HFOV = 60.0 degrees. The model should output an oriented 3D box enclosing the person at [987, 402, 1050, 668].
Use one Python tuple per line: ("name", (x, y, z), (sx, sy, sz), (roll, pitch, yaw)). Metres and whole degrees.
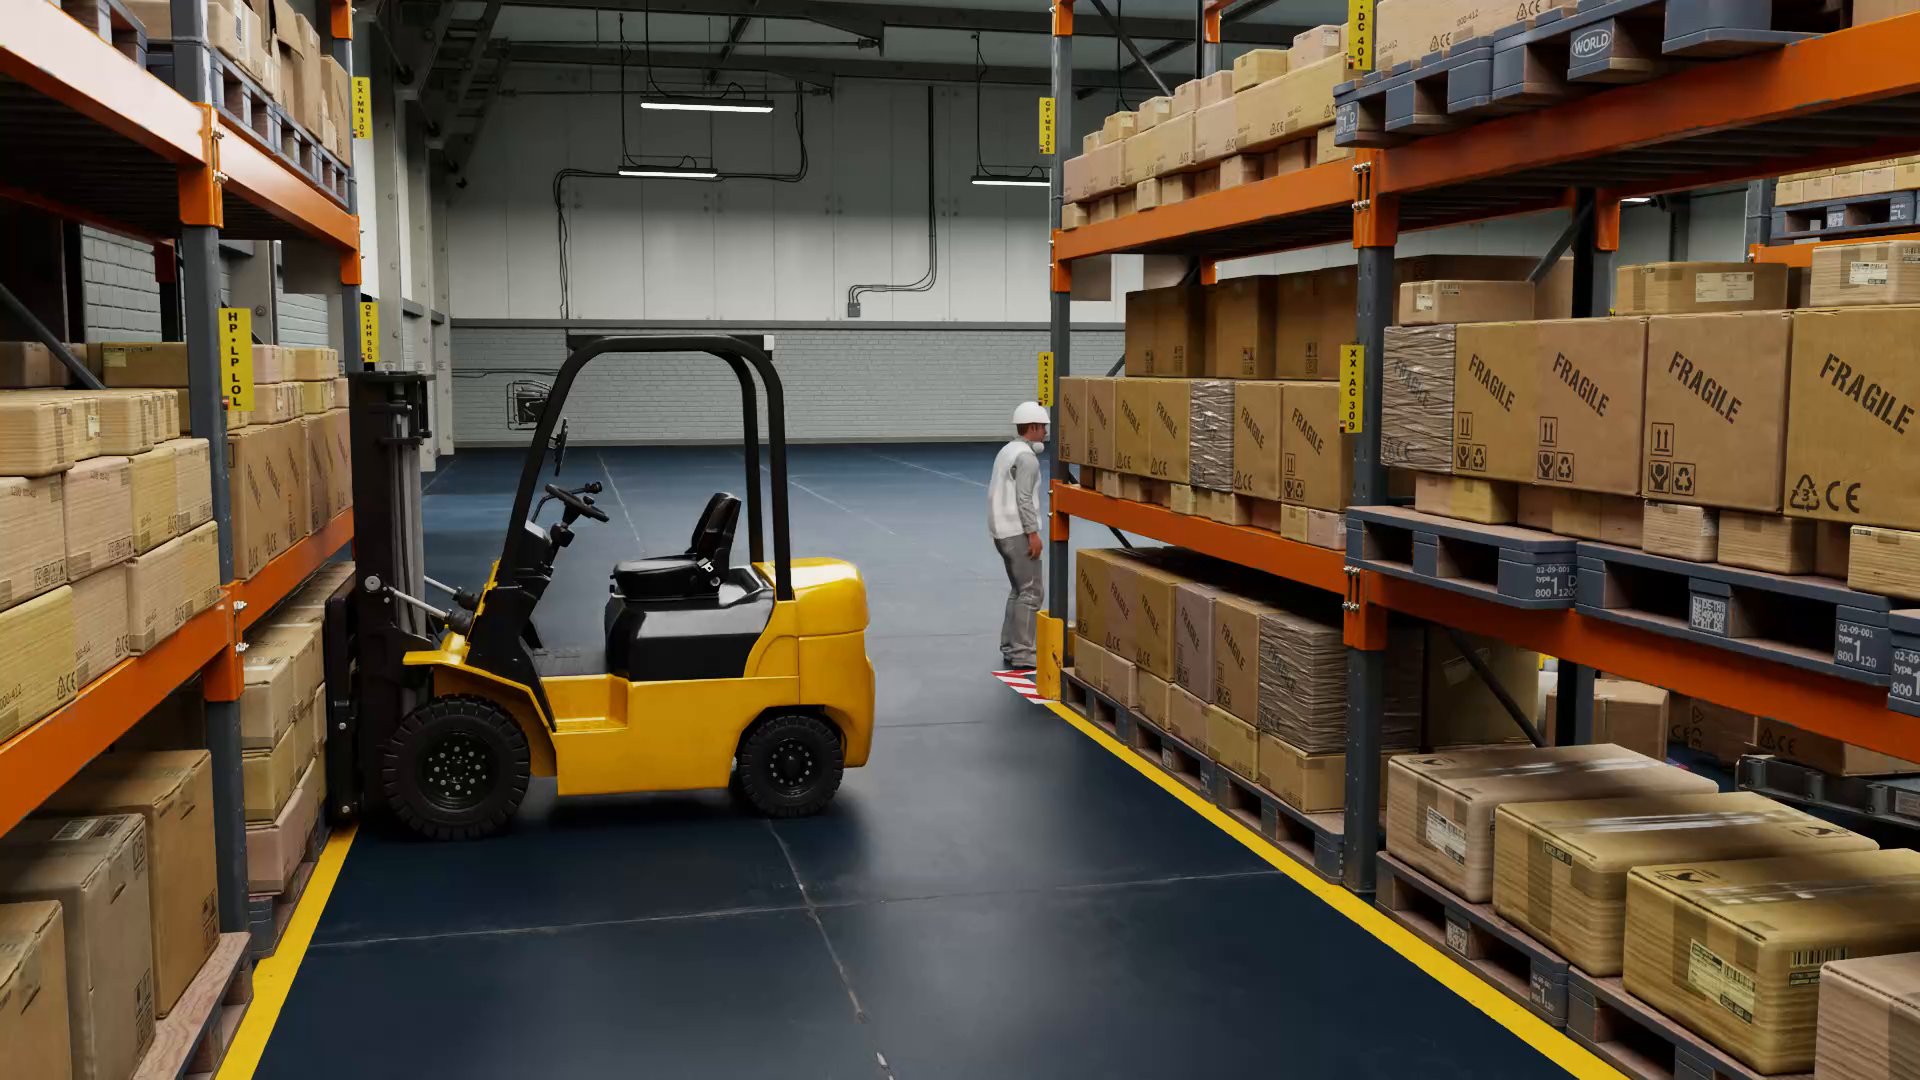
("person", (0.420, -0.046, 11.260), (0.466, 1.769, 0.579), (-1, 6, -11))
